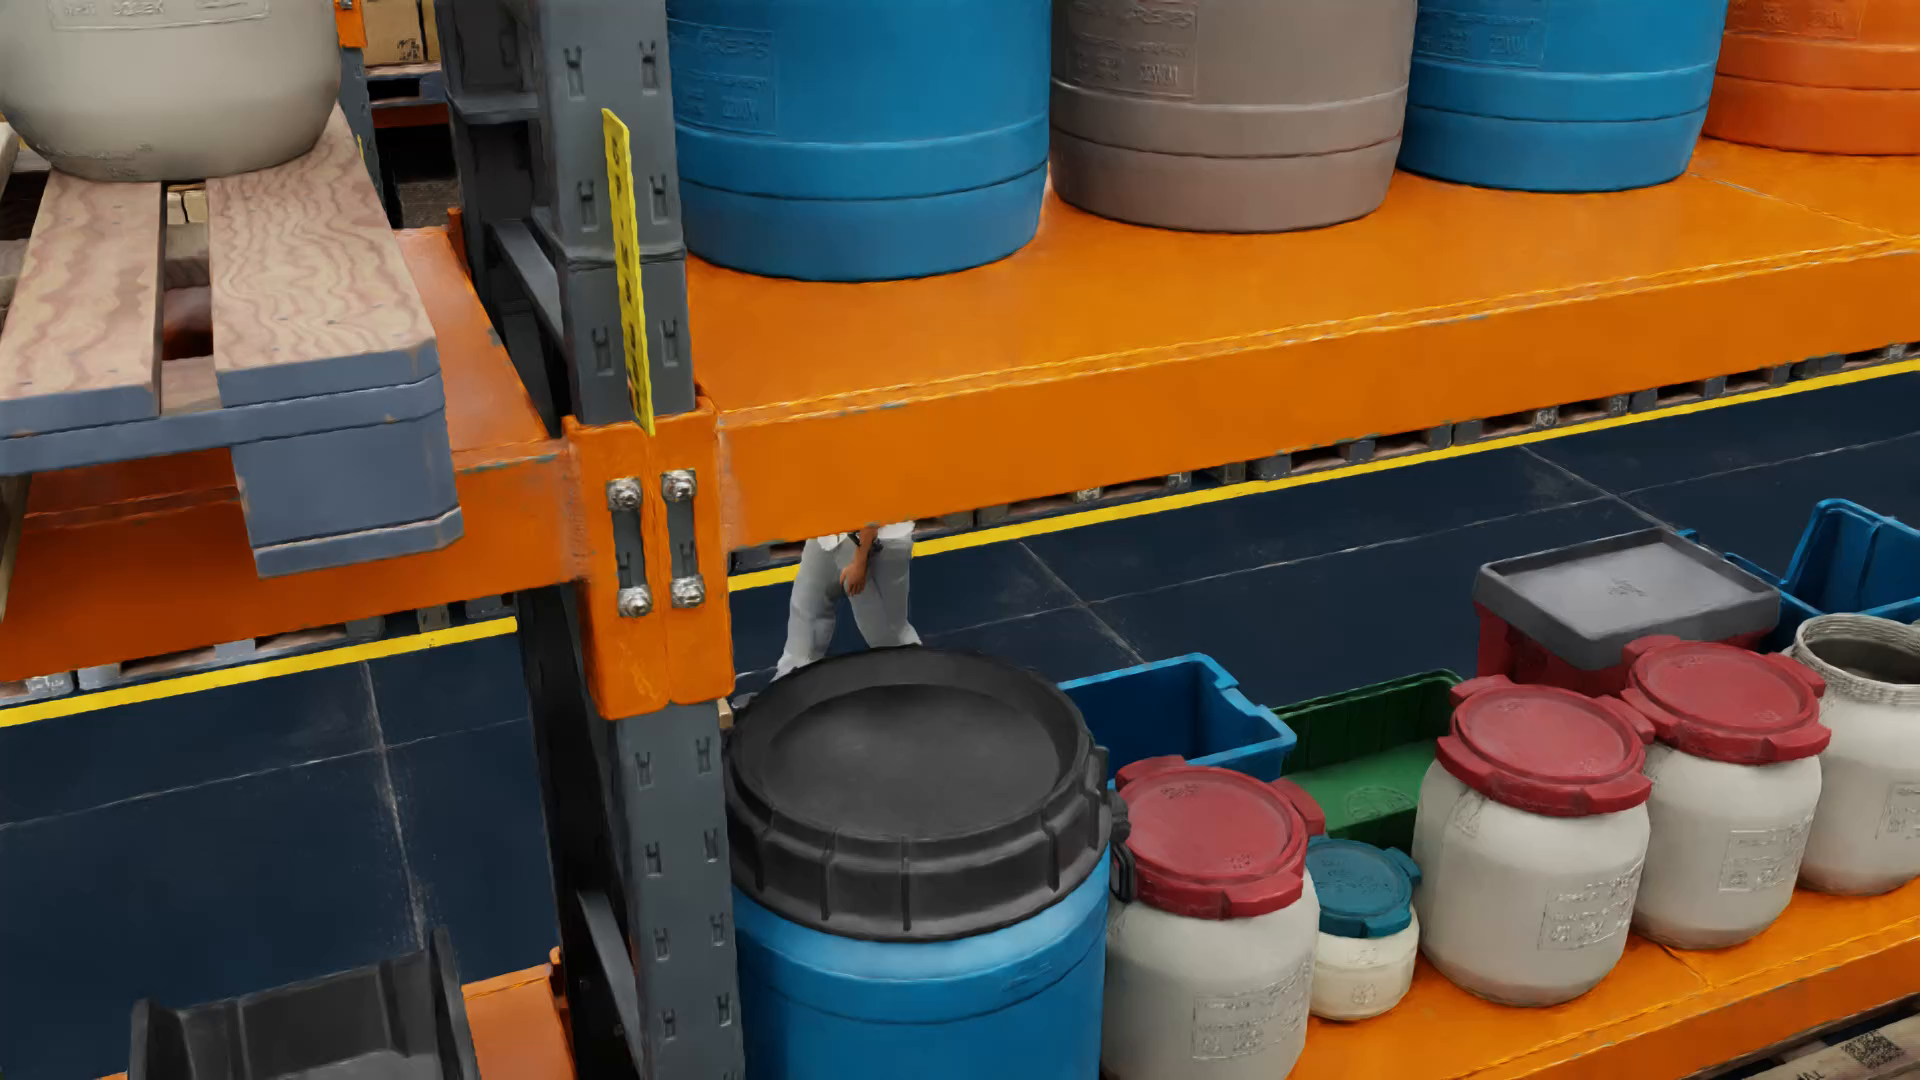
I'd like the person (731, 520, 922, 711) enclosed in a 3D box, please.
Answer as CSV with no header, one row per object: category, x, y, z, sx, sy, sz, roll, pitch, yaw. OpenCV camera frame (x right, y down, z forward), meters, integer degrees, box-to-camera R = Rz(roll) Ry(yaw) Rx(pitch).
person,-0.484,-0.002,6.108,0.743,1.651,0.484,-8,27,-16
